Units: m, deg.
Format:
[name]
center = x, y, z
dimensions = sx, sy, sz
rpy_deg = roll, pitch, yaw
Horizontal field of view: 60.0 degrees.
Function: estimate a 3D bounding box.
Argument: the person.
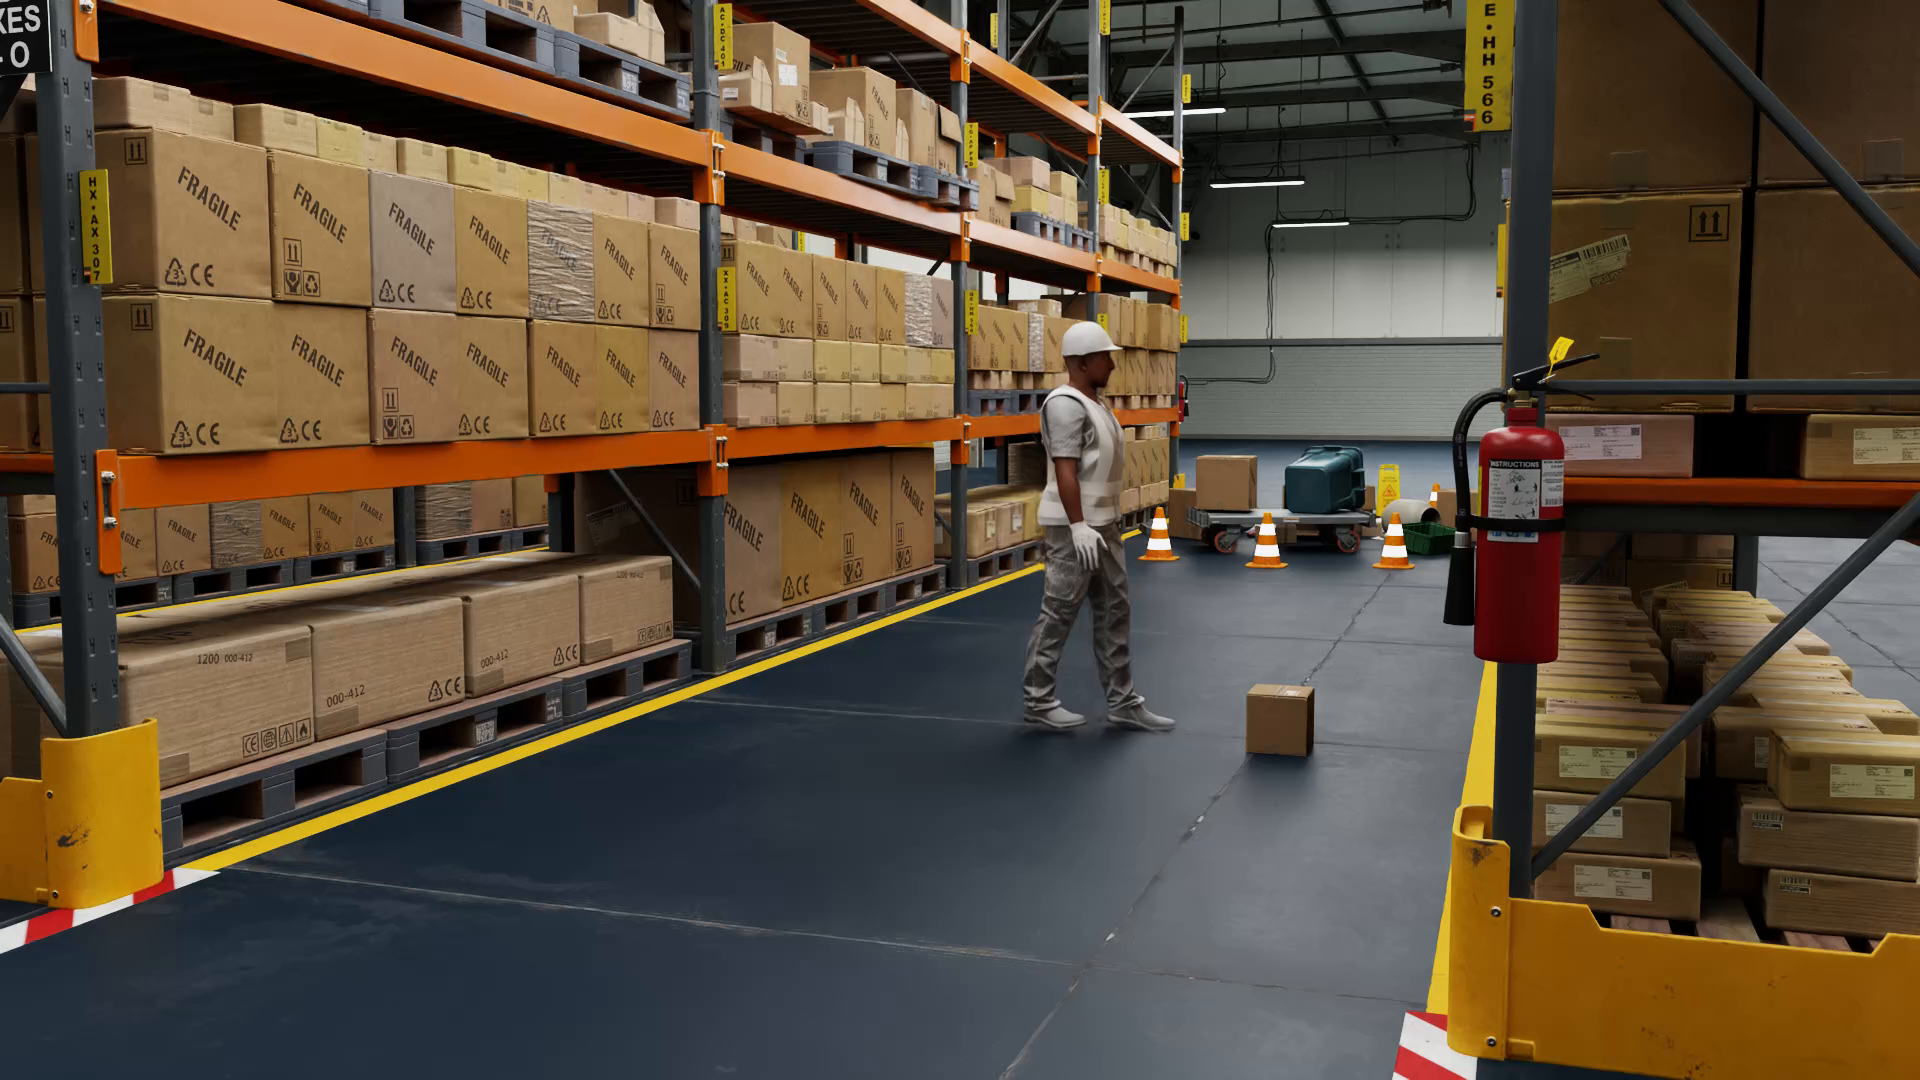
[person]
center = 0.588, -0.043, 7.249
dimensions = 0.640, 1.801, 0.586
rpy_deg = 2, 6, 22
